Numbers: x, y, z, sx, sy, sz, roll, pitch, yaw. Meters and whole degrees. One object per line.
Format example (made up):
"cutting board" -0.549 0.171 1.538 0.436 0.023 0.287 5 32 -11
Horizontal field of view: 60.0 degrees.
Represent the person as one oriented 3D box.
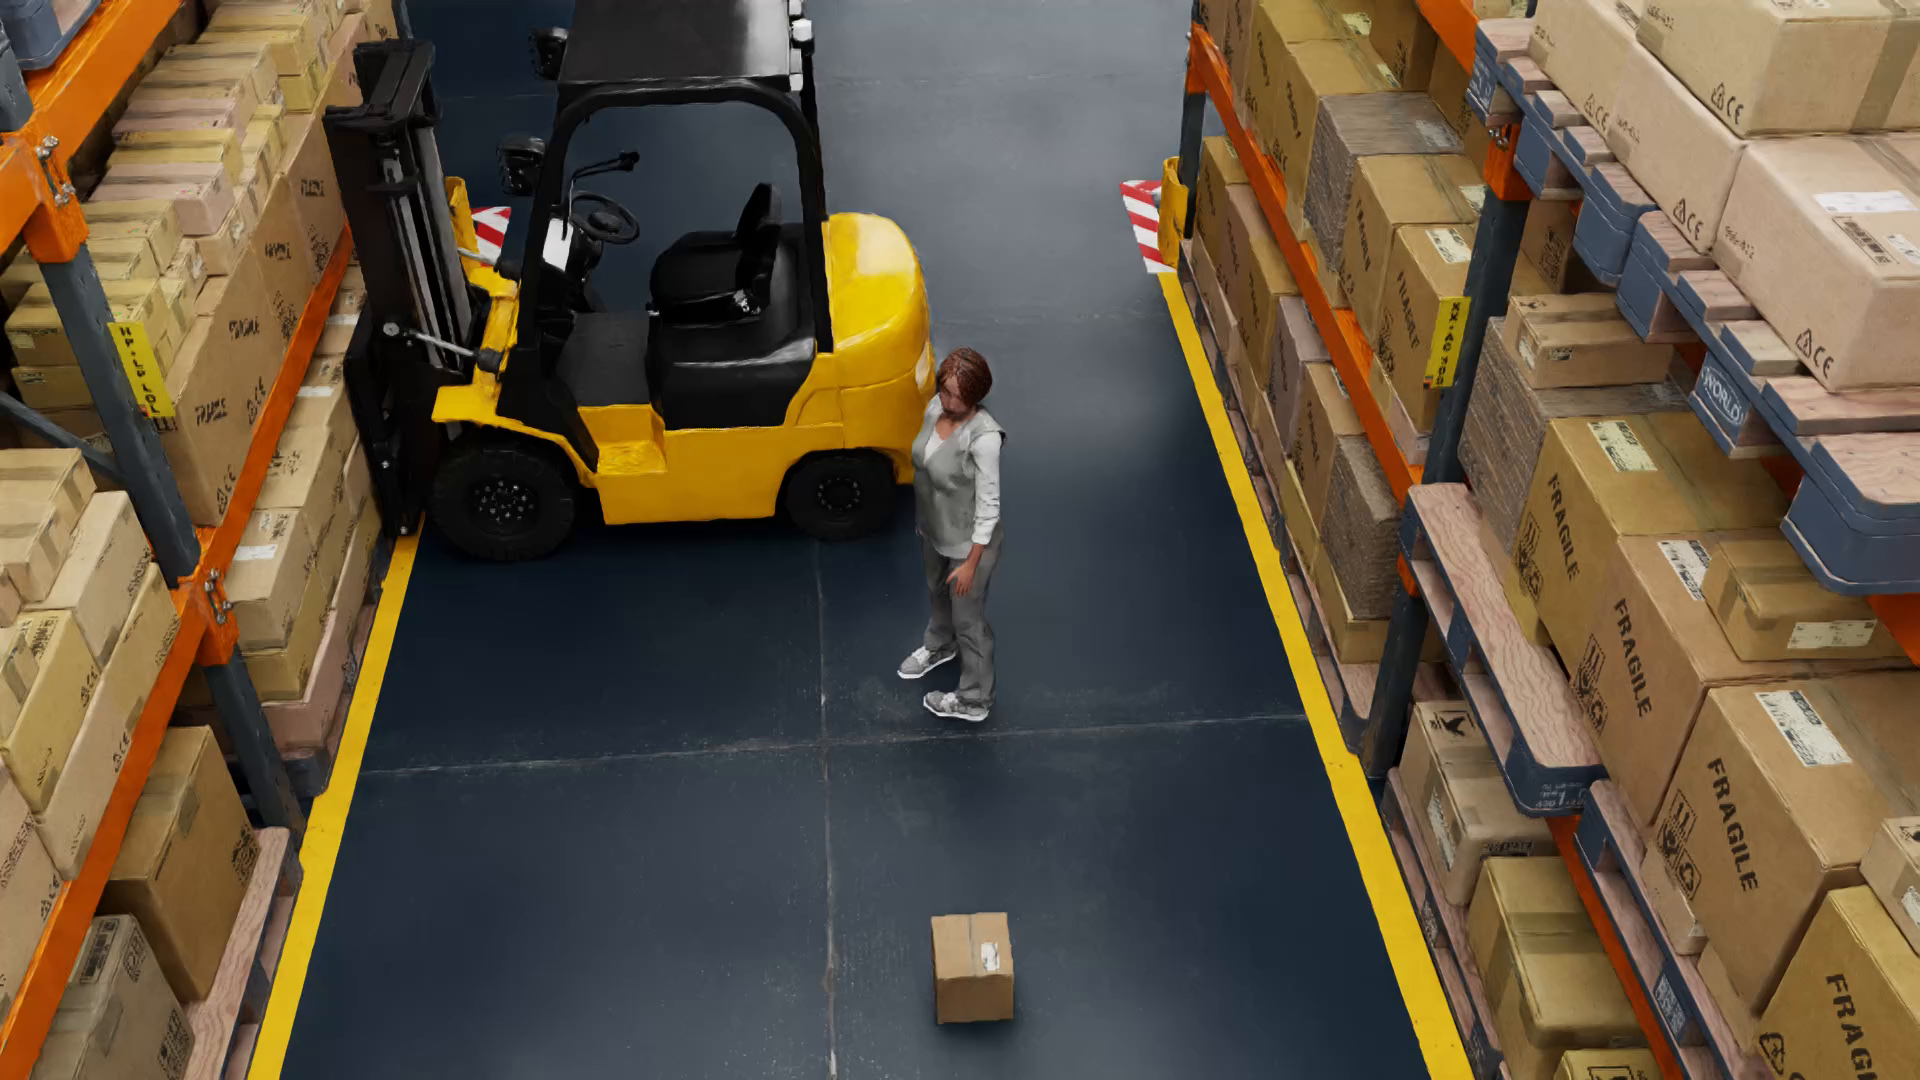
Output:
"person" -0.020 -0.011 6.171 0.336 1.607 0.473 -19 43 -21
